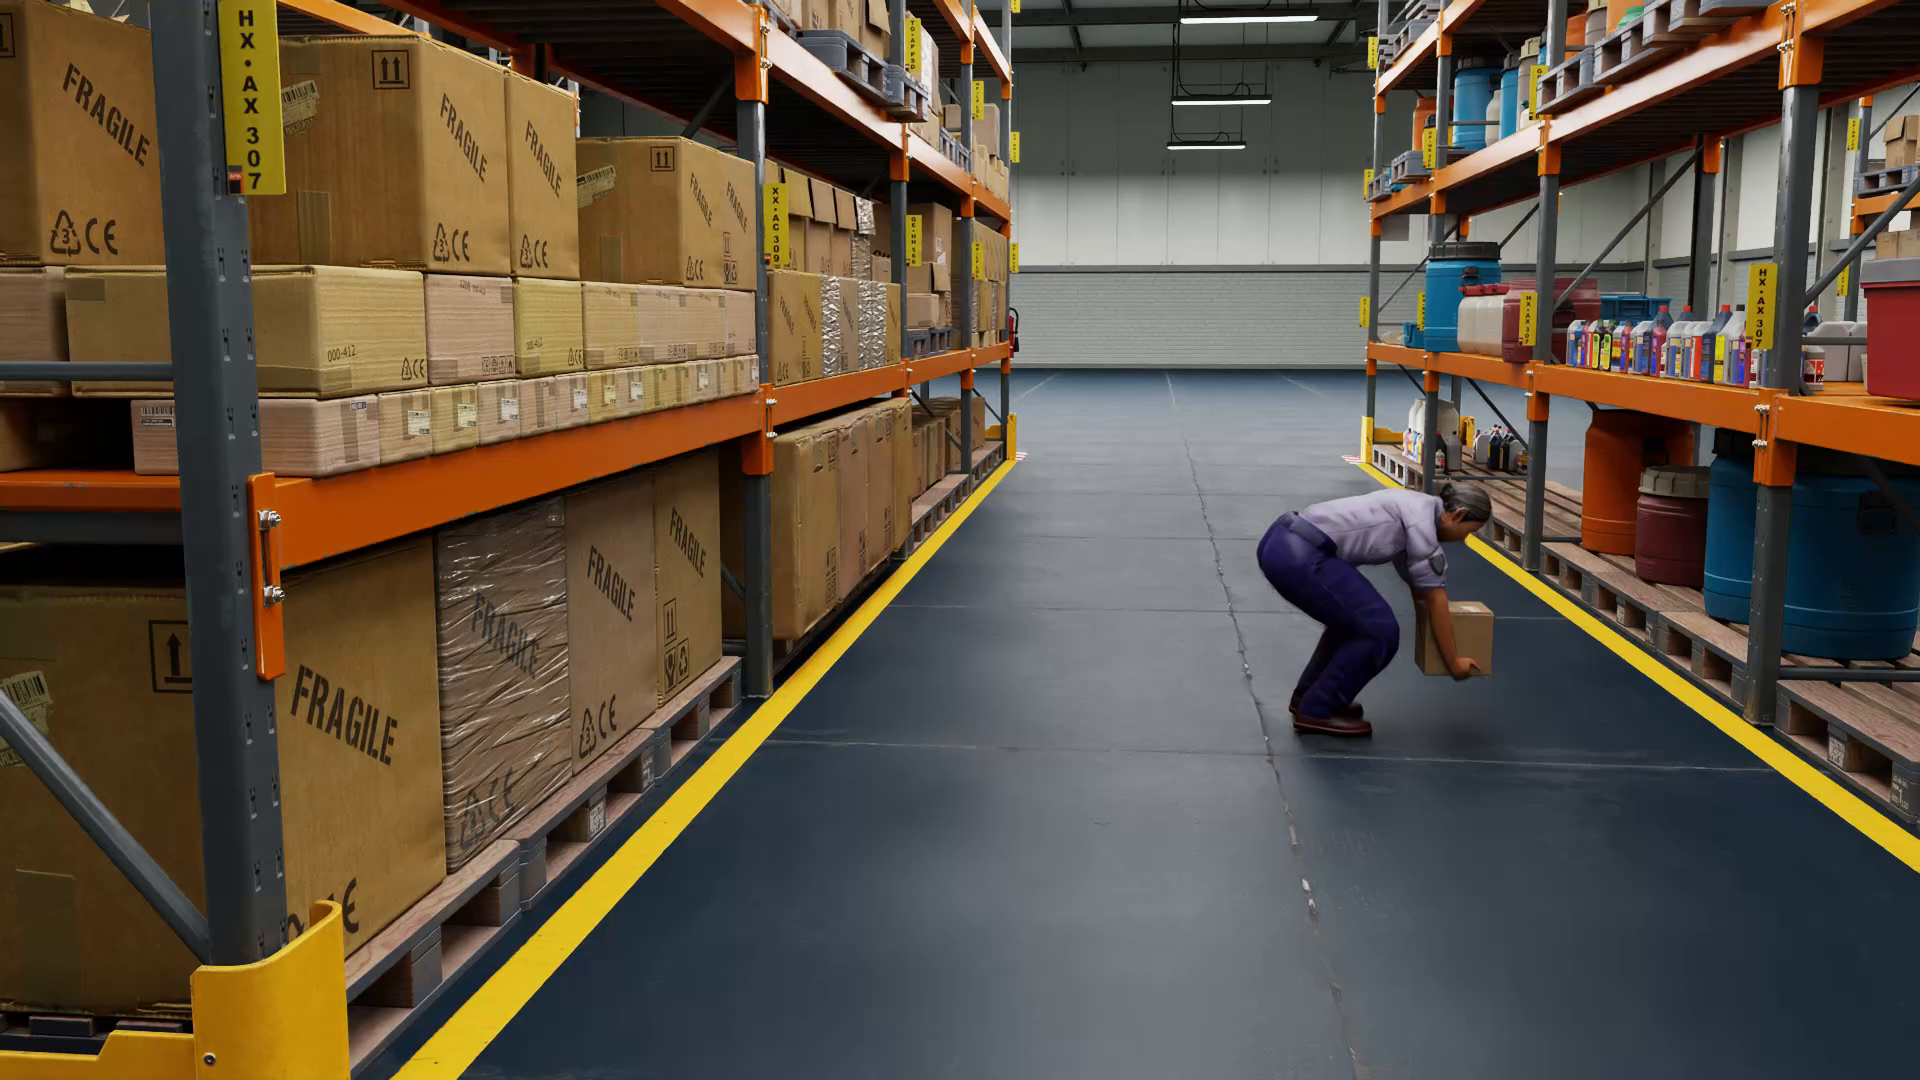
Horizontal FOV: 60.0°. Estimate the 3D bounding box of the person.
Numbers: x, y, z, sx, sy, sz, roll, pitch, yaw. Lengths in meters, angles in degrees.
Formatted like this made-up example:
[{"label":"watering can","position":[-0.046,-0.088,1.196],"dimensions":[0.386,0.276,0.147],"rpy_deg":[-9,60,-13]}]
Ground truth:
[{"label":"person","position":[1.615,0.252,6.521],"dimensions":[0.891,0.975,0.519],"rpy_deg":[0,8,4]}]
